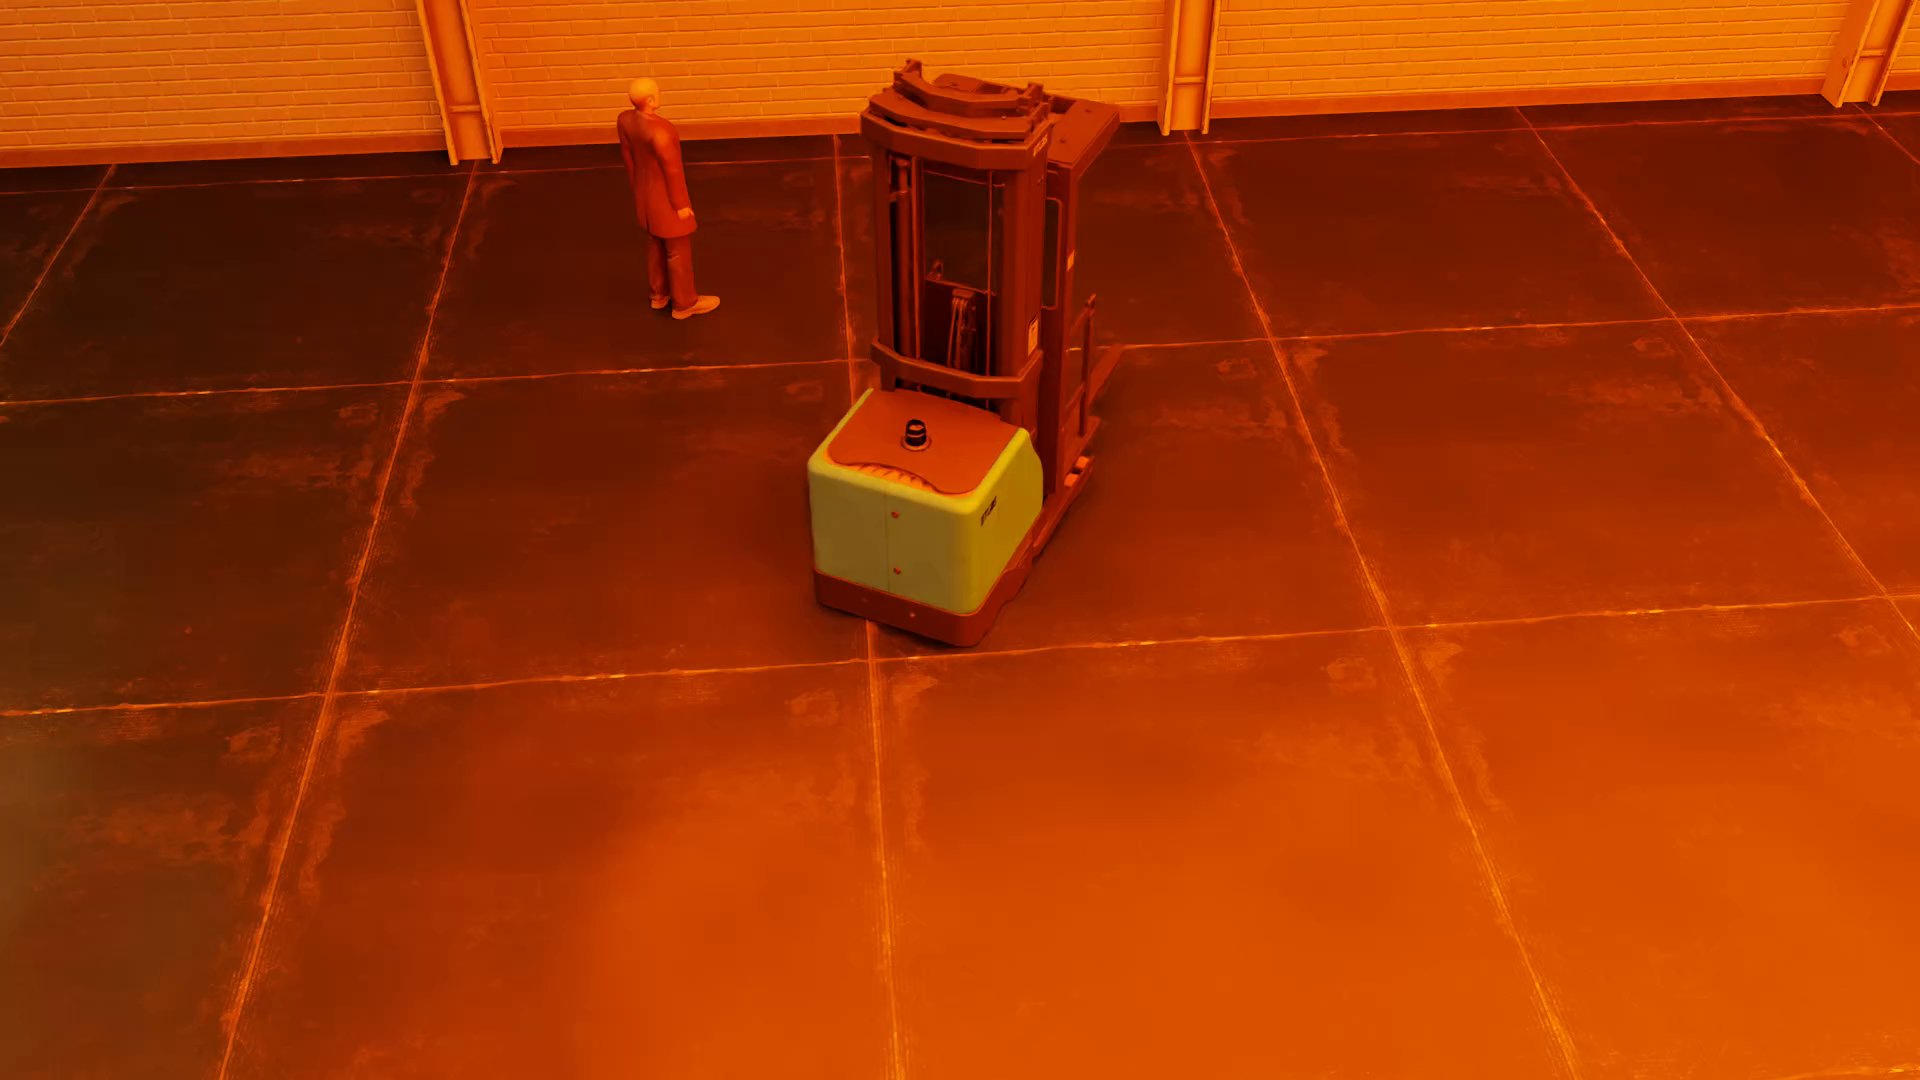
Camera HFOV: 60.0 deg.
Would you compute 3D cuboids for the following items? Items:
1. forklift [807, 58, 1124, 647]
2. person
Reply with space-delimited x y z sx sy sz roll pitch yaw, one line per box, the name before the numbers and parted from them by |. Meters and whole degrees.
forklift | 0.209 -1.473 9.660 1.130 2.935 3.031 16 43 18
person | -2.066 -2.418 11.649 0.550 1.782 0.393 31 49 31
